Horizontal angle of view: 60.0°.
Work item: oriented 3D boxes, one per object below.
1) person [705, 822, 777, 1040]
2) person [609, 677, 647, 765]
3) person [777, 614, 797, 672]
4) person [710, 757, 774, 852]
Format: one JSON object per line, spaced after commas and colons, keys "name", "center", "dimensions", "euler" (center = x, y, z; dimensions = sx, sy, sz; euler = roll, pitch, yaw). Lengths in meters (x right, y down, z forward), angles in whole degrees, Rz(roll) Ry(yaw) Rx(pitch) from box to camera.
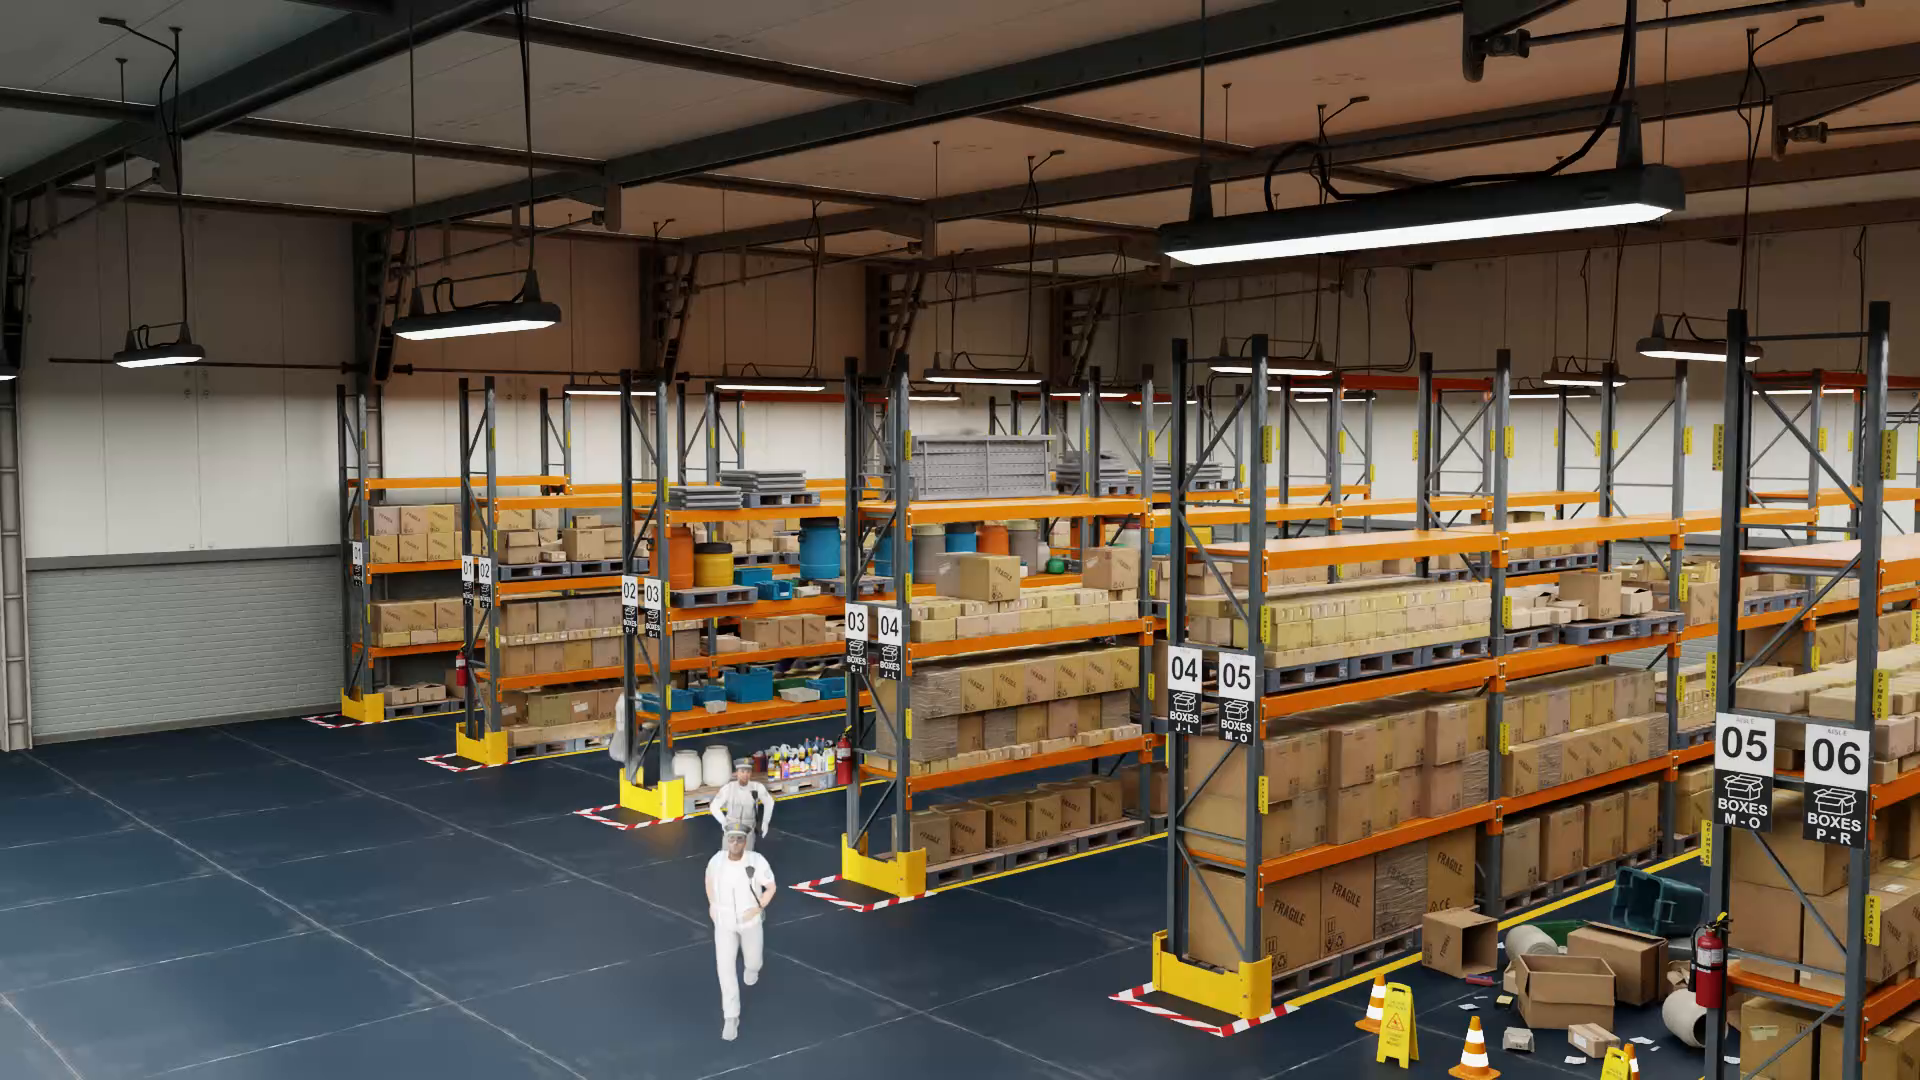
{"name": "person", "center": [-1.928, 3.346, 14.610], "dimensions": [0.633, 1.792, 1.111], "euler": [0, 4, -6]}
{"name": "person", "center": [-4.797, 2.766, 24.270], "dimensions": [0.633, 1.612, 0.531], "euler": [3, 5, 34]}
{"name": "person", "center": [-3.350, 2.269, 32.060], "dimensions": [0.691, 1.680, 0.619], "euler": [-3, 5, -38]}
{"name": "person", "center": [-2.339, 3.163, 17.794], "dimensions": [0.664, 1.716, 0.764], "euler": [0, 4, -1]}
